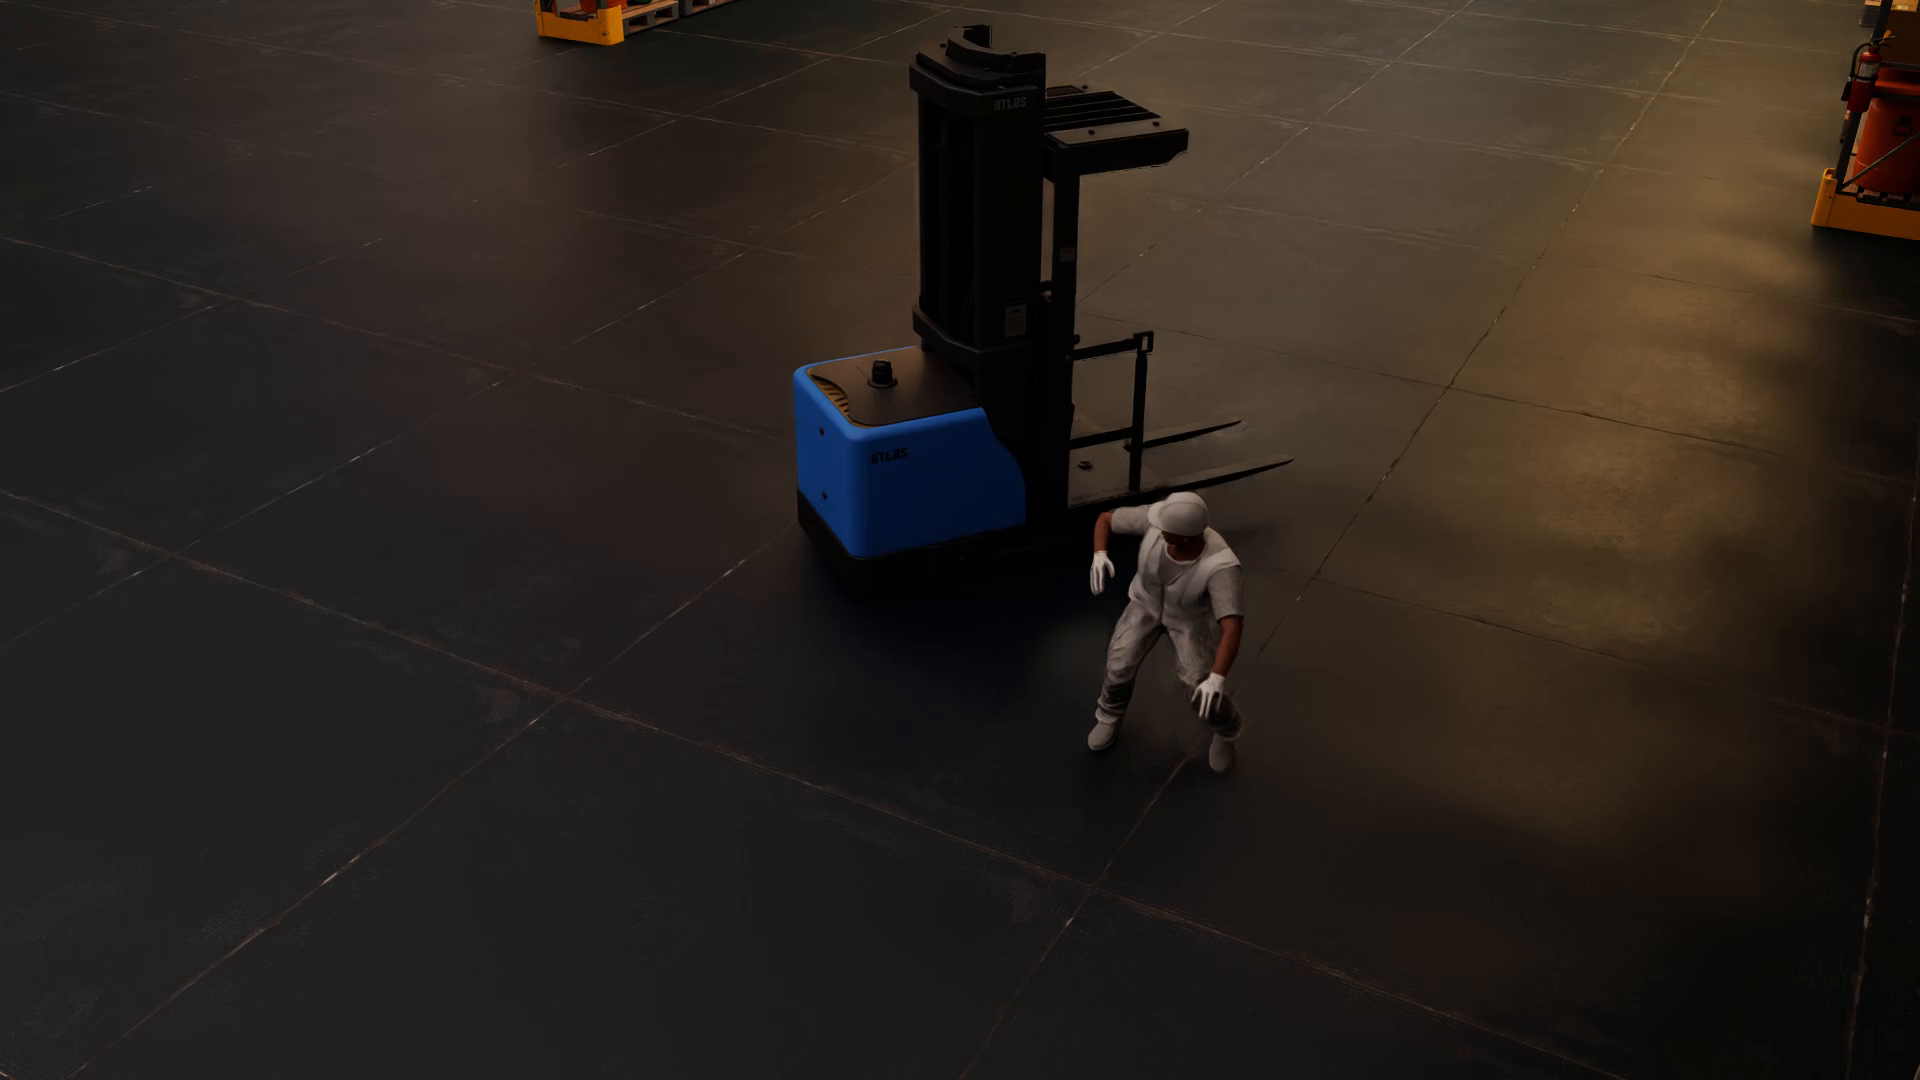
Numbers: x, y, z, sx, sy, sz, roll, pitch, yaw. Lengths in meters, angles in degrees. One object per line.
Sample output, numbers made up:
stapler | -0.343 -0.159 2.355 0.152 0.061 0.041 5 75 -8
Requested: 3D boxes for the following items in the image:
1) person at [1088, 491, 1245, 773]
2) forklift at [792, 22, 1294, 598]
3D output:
person | 0.938 0.434 7.791 0.825 1.515 0.928 13 32 21
forklift | 0.581 -1.425 9.540 3.031 2.935 1.130 -13 32 -21
